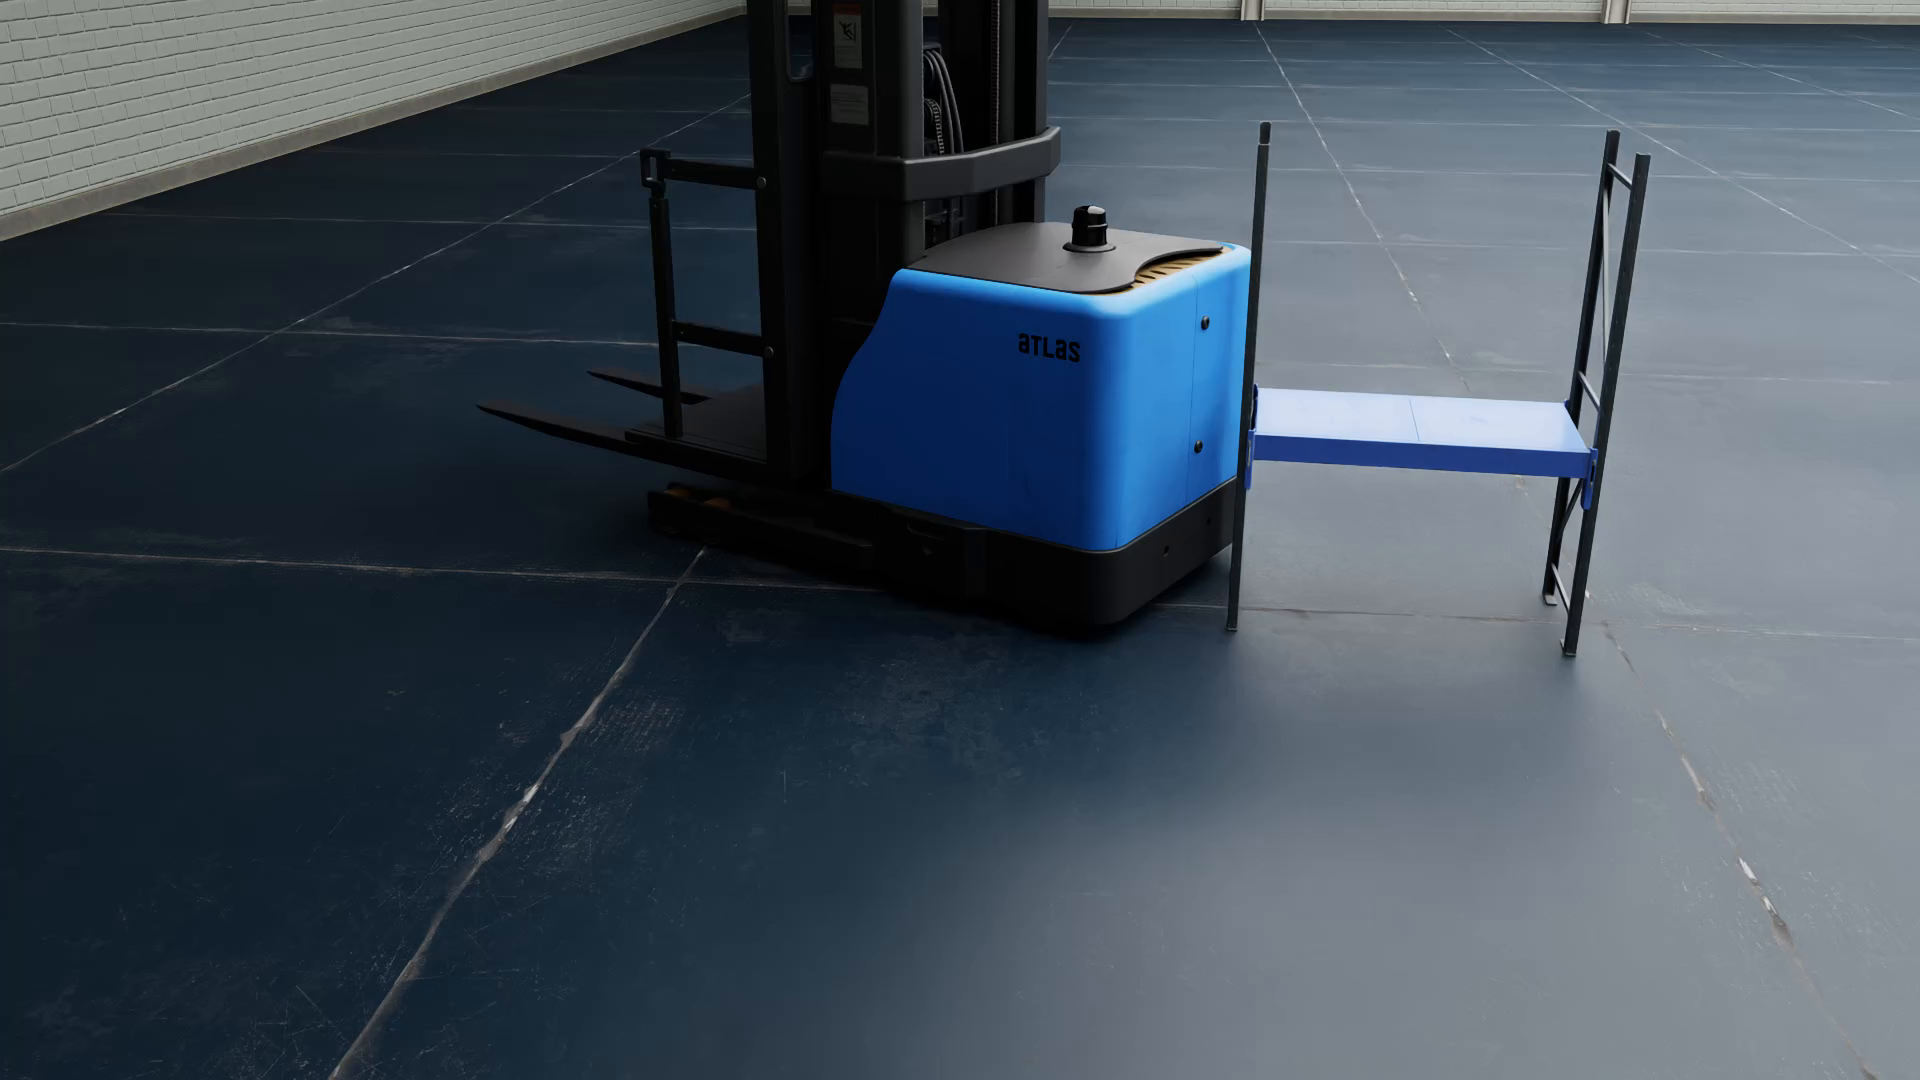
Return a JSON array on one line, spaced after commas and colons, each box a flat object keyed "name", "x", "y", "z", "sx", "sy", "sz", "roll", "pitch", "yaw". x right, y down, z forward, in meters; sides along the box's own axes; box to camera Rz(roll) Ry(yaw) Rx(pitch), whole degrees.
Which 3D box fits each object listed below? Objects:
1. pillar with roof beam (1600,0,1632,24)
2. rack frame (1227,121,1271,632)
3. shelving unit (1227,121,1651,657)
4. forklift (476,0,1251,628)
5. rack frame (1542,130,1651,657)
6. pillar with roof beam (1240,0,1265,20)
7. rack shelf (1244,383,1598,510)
[{"name": "pillar with roof beam", "x": 10.457, "y": -11.280, "z": 22.232, "sx": 0.400, "sy": 9.000, "sz": 9.100, "roll": 2, "pitch": 22, "yaw": 6}, {"name": "rack frame", "x": 0.897, "y": -0.501, "z": 5.168, "sx": 0.032, "sy": 1.500, "sz": 0.500, "roll": 4, "pitch": 22, "yaw": 10}, {"name": "shelving unit", "x": 1.397, "y": -0.468, "z": 5.082, "sx": 1.048, "sy": 1.500, "sz": 0.538, "roll": 4, "pitch": 22, "yaw": 10}, {"name": "forklift", "x": -0.515, "y": -1.491, "z": 5.725, "sx": 3.031, "sy": 2.935, "sz": 1.130, "roll": 14, "pitch": 26, "yaw": 31}, {"name": "rack frame", "x": 1.897, "y": -0.434, "z": 4.997, "sx": 0.032, "sy": 1.500, "sz": 0.500, "roll": 4, "pitch": 22, "yaw": 10}, {"name": "pillar with roof beam", "x": 4.499, "y": -11.539, "z": 22.888, "sx": 0.400, "sy": 9.000, "sz": 9.100, "roll": 2, "pitch": 22, "yaw": 6}, {"name": "rack shelf", "x": 1.397, "y": -0.300, "z": 5.149, "sx": 1.000, "sy": 0.185, "sz": 0.538, "roll": 4, "pitch": 22, "yaw": 10}]
